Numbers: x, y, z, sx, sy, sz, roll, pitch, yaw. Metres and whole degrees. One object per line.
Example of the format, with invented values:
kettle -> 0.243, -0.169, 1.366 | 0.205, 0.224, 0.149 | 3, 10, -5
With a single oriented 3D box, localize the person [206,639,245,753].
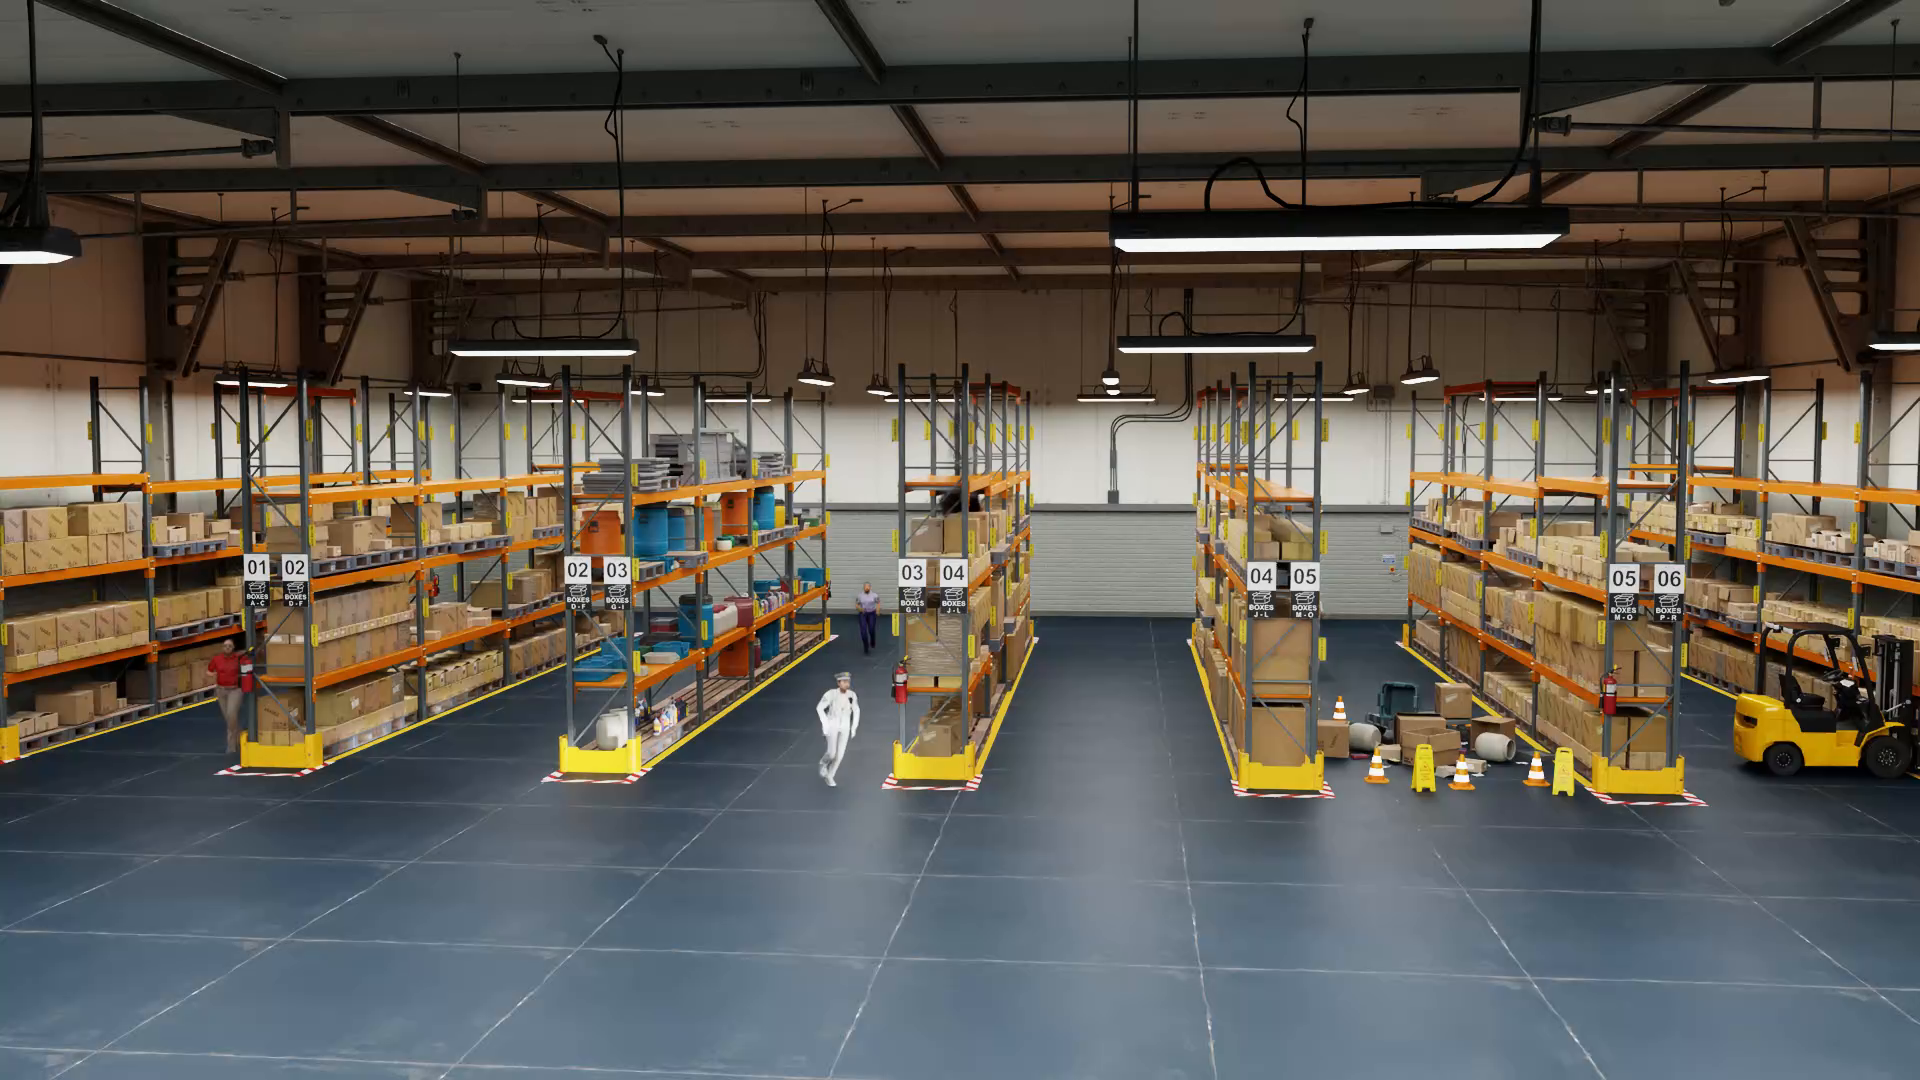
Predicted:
person -> -11.597, 2.461, 26.369 | 0.631, 1.793, 0.800 | 0, 4, -4

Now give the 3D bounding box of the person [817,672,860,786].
person -> -1.735, 2.673, 23.761 | 0.624, 1.632, 0.502 | -1, 4, -17

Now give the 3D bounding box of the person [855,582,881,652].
person -> -2.109, 1.775, 38.011 | 0.600, 1.587, 0.539 | 0, 4, 0

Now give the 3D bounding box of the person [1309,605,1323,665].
person -> 7.586, 1.878, 36.024 | 0.553, 1.641, 0.582 | 0, 4, -2
